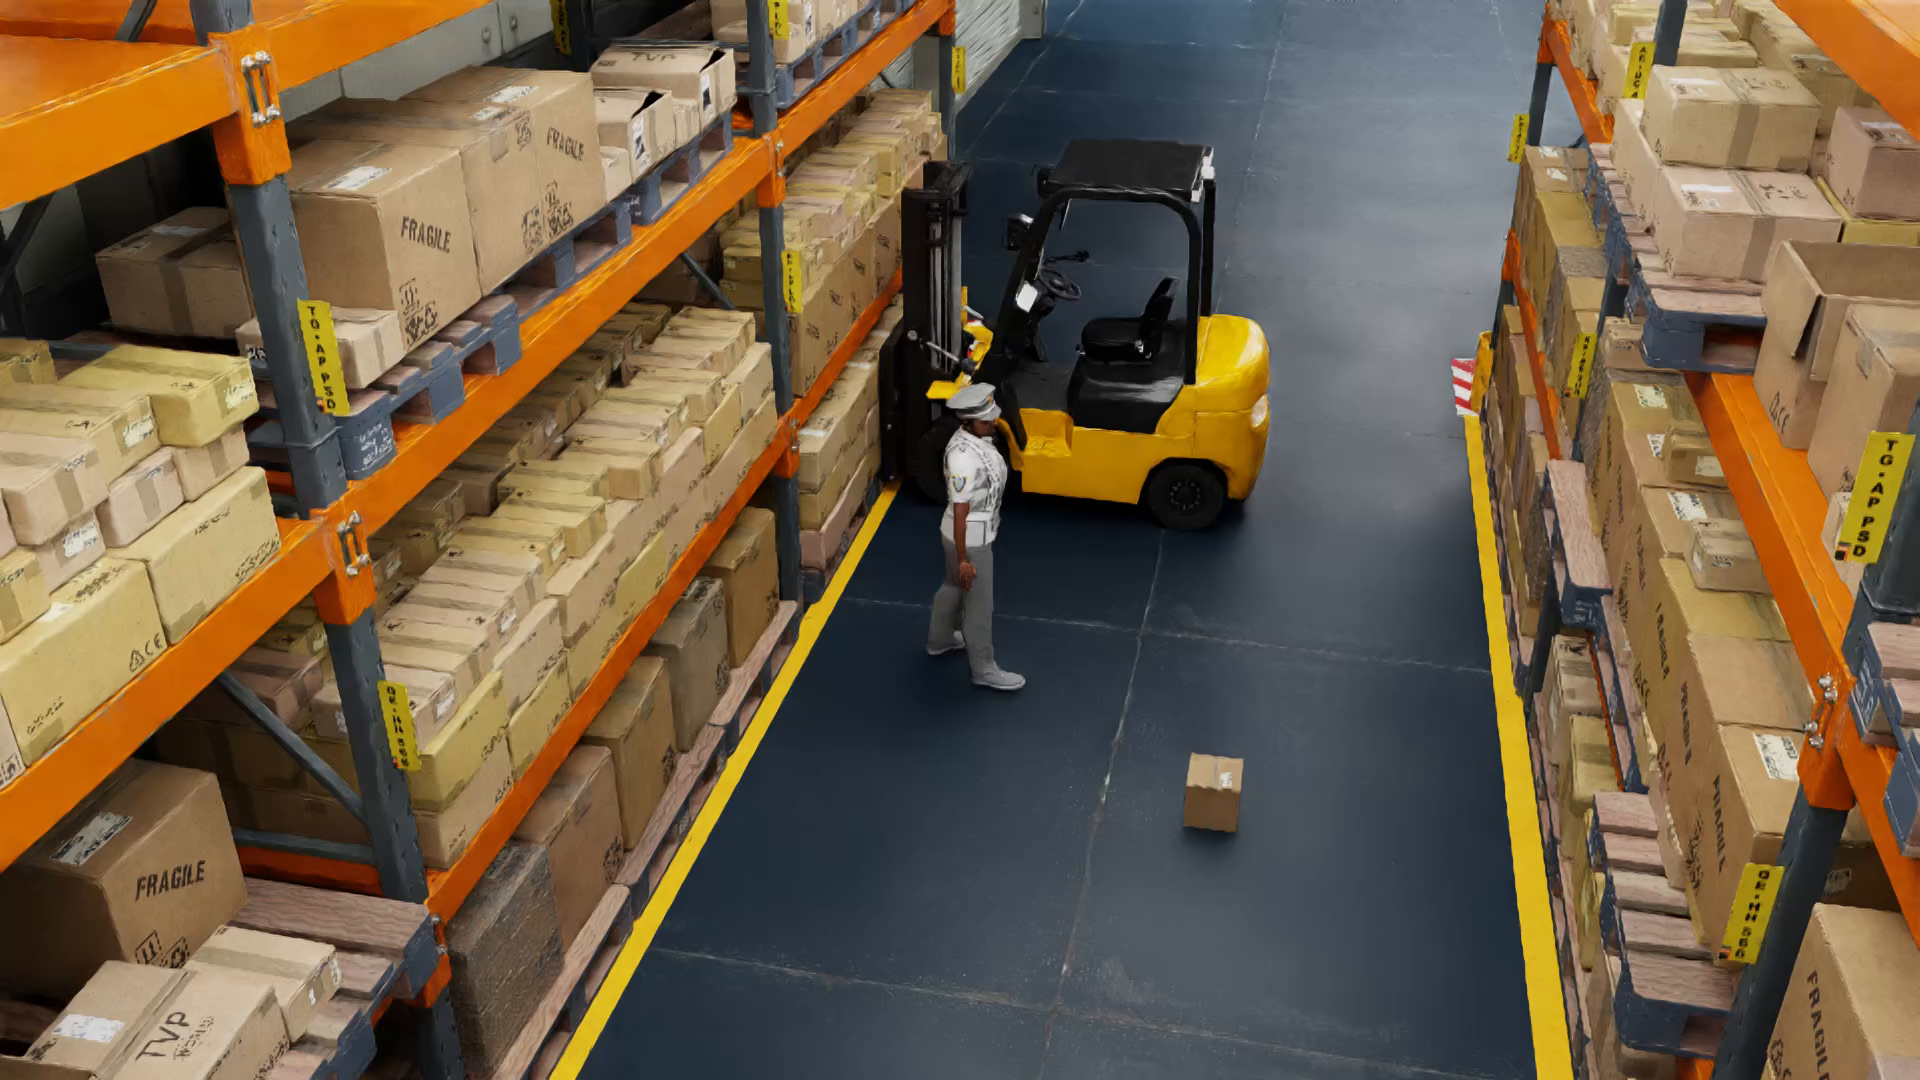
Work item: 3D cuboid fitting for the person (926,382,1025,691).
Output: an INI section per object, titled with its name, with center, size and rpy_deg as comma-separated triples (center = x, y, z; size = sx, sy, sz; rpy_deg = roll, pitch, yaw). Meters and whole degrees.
[person]
center = 0.078, -0.022, 8.605
size = 0.579, 1.664, 0.657
rpy_deg = 4, 29, 7
